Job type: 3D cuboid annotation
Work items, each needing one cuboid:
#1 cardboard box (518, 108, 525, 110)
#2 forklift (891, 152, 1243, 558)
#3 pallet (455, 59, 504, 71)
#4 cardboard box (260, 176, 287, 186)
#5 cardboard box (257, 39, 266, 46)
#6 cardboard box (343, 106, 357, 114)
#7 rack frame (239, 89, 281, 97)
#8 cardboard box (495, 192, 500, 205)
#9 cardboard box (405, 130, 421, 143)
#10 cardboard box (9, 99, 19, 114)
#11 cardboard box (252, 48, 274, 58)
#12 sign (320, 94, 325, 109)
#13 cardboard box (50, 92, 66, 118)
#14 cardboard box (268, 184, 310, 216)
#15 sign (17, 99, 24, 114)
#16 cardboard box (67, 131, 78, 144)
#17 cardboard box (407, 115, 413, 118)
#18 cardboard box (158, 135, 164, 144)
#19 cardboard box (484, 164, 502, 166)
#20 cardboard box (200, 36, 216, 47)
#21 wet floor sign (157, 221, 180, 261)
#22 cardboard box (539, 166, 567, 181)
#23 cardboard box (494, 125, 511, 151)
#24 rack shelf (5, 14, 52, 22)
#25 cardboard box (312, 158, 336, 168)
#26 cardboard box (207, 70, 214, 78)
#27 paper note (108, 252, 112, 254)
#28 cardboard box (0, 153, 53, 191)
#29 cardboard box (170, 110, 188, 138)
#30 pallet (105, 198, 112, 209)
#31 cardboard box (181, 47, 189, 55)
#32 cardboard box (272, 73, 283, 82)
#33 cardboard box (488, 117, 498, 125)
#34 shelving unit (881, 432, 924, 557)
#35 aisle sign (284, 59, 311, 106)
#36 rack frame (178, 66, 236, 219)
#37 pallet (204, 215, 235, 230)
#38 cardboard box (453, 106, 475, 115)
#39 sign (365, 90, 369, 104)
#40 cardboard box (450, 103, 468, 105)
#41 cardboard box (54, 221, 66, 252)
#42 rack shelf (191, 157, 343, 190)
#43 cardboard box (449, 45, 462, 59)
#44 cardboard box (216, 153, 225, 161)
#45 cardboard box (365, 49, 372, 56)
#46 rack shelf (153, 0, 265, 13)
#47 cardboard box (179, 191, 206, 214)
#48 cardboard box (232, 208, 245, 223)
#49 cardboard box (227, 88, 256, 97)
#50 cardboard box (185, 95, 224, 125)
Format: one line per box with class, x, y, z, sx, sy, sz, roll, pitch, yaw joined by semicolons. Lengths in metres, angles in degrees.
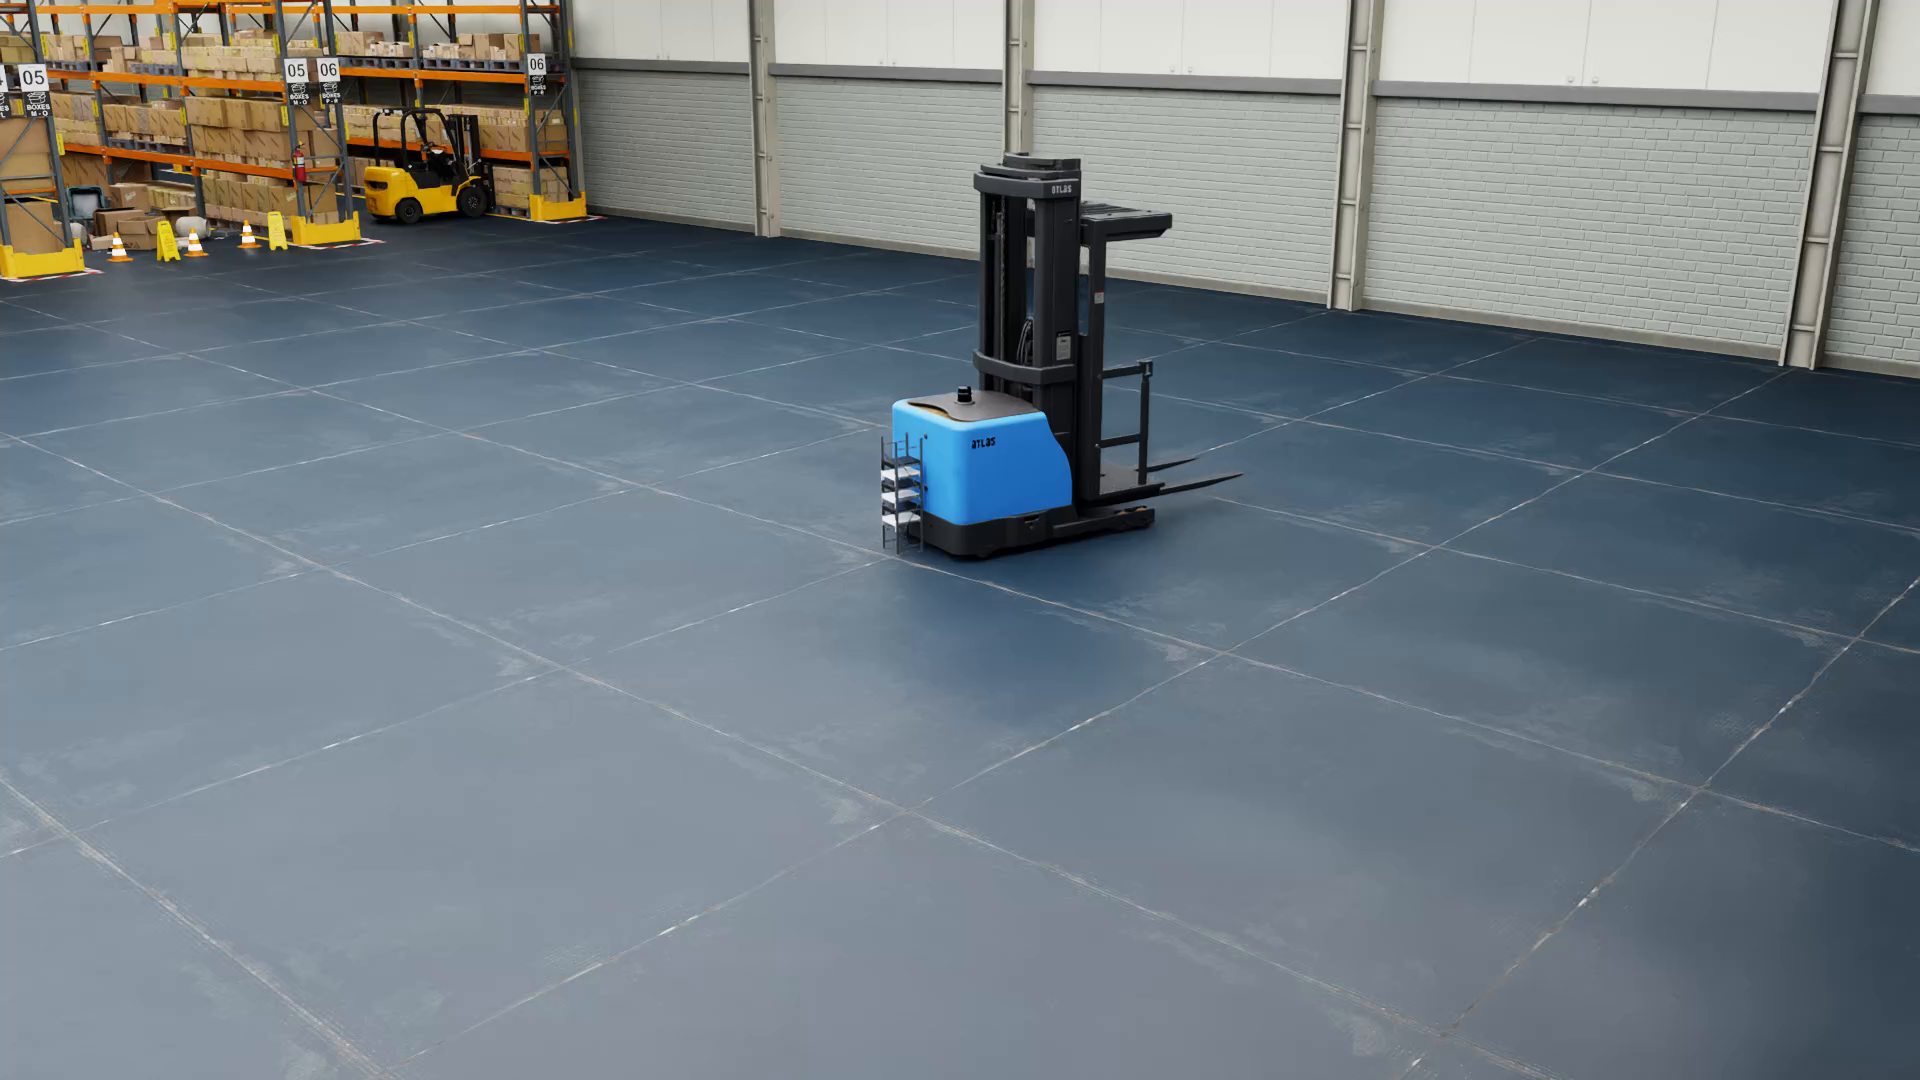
cardboard box;-8.798;-8.737;33.954;0.250;0.149;0.380;15;23;40
forklift;0.968;-1.583;13.255;3.031;2.935;1.130;-11;21;-32
pallet;-9.562;-9.740;34.031;1.213;0.211;1.003;15;23;39
cardboard box;-12.517;-6.553;30.339;0.250;0.149;0.380;16;24;41
cardboard box;-16.328;-11.728;39.212;0.250;0.149;0.380;15;23;40
cardboard box;-13.664;-9.693;37.458;0.250;0.149;0.380;16;24;41
rack frame;-17.109;-10.369;40.826;0.127;3.000;1.000;15;23;39
cardboard box;-9.428;-7.077;34.303;0.500;0.250;0.500;15;23;40
cardboard box;-11.676;-8.733;35.920;0.500;0.250;0.500;16;23;40
cardboard box;-20.937;-9.802;37.220;0.500;0.500;0.500;15;23;39
cardboard box;-12.400;-8.697;29.696;0.250;0.149;0.380;15;23;40
sign;-14.470;-9.955;37.739;0.005;0.325;0.100;15;23;39
cardboard box;-19.490;-9.419;36.014;0.500;0.500;0.500;14;23;38
cardboard box;-12.198;-6.185;30.253;0.500;0.500;0.500;15;23;40
sign;-20.768;-9.570;36.745;0.005;0.325;0.100;15;23;39
cardboard box;-18.718;-8.617;35.554;0.500;0.250;0.500;15;23;39
cardboard box;-11.733;-9.186;35.860;0.250;0.149;0.380;15;23;38
cardboard box;-15.580;-7.911;32.802;0.250;0.149;0.380;15;23;40
cardboard box;-9.829;-7.652;34.461;0.500;0.250;0.500;14;23;38
cardboard box;-14.968;-9.742;32.617;0.500;0.250;0.500;14;23;38
wet floor sign;-13.300;-5.016;27.849;0.232;0.644;0.267;11;20;30
cardboard box;-8.367;-7.465;33.874;0.500;0.250;0.500;15;23;38
cardboard box;-9.058;-8.153;33.678;0.500;0.500;0.500;16;24;41
rack shelf;-21.897;-11.973;37.812;4.000;0.370;1.077;15;23;39
cardboard box;-11.542;-6.831;30.093;0.250;0.149;0.380;15;23;39
cardboard box;-13.769;-8.682;30.966;0.250;0.149;0.380;16;24;41
paper note;-14.650;-4.970;28.726;0.144;0.017;0.142;-9;20;-27
cardboard box;-14.943;-5.831;26.280;0.550;0.550;0.875;15;23;39
cardboard box;-14.915;-8.070;32.229;0.500;0.500;0.500;15;23;38
pallet;-17.949;-7.288;35.729;1.213;0.211;1.003;15;23;39
cardboard box;-14.398;-9.192;31.255;0.250;0.149;0.380;15;23;38
cardboard box;-11.878;-8.154;29.304;0.250;0.149;0.380;15;23;39
cardboard box;-9.352;-8.529;33.789;0.250;0.149;0.380;14;22;38
shelving unit;-0.441;-0.348;12.719;0.258;0.900;0.210;-11;21;-32
aisle sign;-11.572;-7.997;29.054;0.004;0.787;0.394;15;23;39
rack frame;-14.417;-7.639;32.224;0.127;3.000;1.000;15;23;39
pallet;-13.891;-6.183;32.246;1.213;0.211;1.003;15;23;39
cardboard box;-10.295;-8.928;34.556;0.250;0.149;0.380;15;23;38
sign;-13.751;-10.244;38.518;0.005;0.325;0.100;15;23;39
cardboard box;-10.686;-9.266;35.620;0.250;0.149;0.380;15;23;39
cardboard box;-15.785;-5.229;28.758;0.500;0.500;0.500;-13;22;-36
rack shelf;-12.921;-6.895;31.067;4.000;0.370;1.077;15;23;39
cardboard box;-10.217;-10.010;34.097;0.258;0.266;0.396;14;23;38
cardboard box;-13.790;-7.241;31.383;0.250;0.149;0.380;16;24;41
cardboard box;-12.726;-10.628;36.237;0.250;0.149;0.380;15;23;39
rack shelf;-18.605;-13.286;41.293;4.000;0.370;1.077;15;23;39
cardboard box;-14.811;-6.692;32.888;0.625;0.372;0.950;15;23;40
cardboard box;-13.350;-6.139;31.347;0.500;0.250;0.500;15;23;39
cardboard box;-18.046;-11.156;41.822;0.500;0.500;0.500;14;23;38
cardboard box;-14.232;-8.168;31.579;0.500;0.500;0.700;15;23;39
